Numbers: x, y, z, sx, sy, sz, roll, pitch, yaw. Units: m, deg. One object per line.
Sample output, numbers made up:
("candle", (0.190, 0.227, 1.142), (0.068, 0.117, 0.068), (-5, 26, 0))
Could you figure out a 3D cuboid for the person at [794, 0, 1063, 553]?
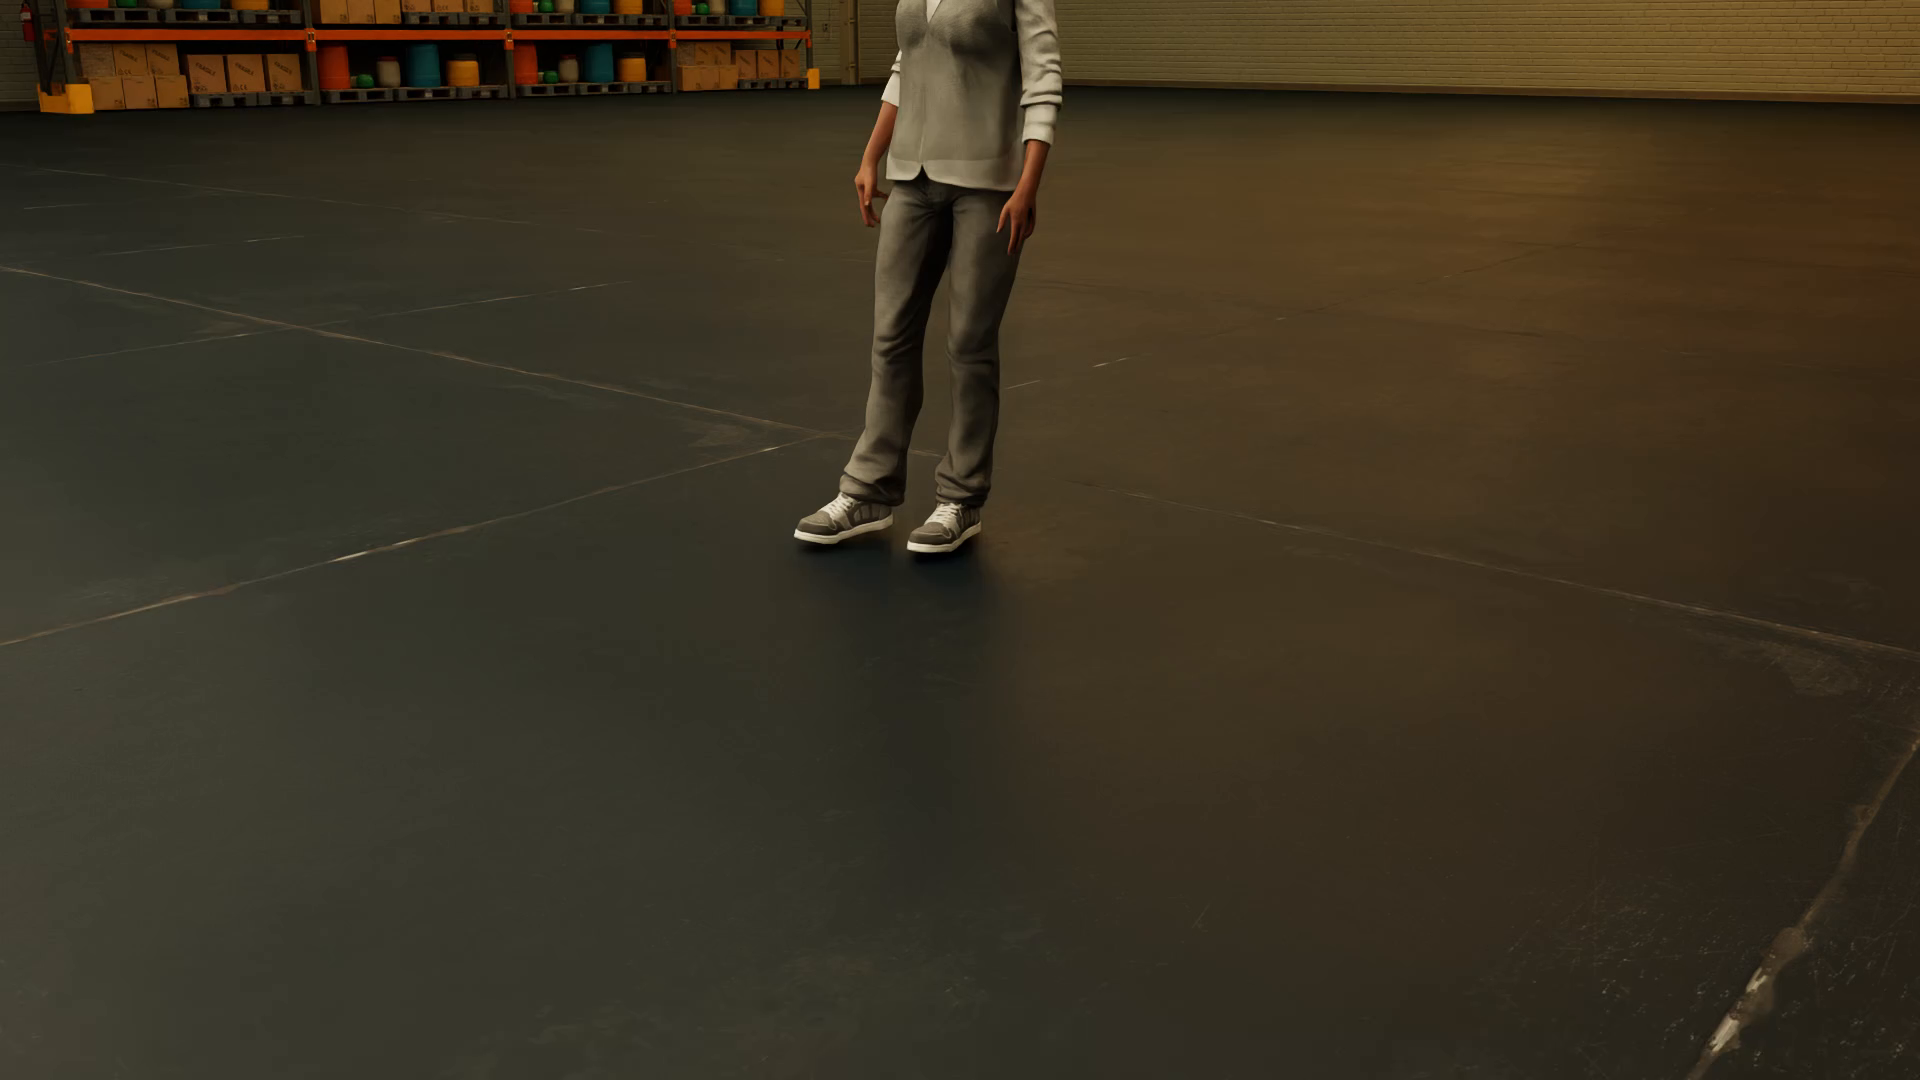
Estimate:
("person", (-0.059, -0.757, 3.661), (0.520, 1.599, 0.473), (13, 21, 37))
